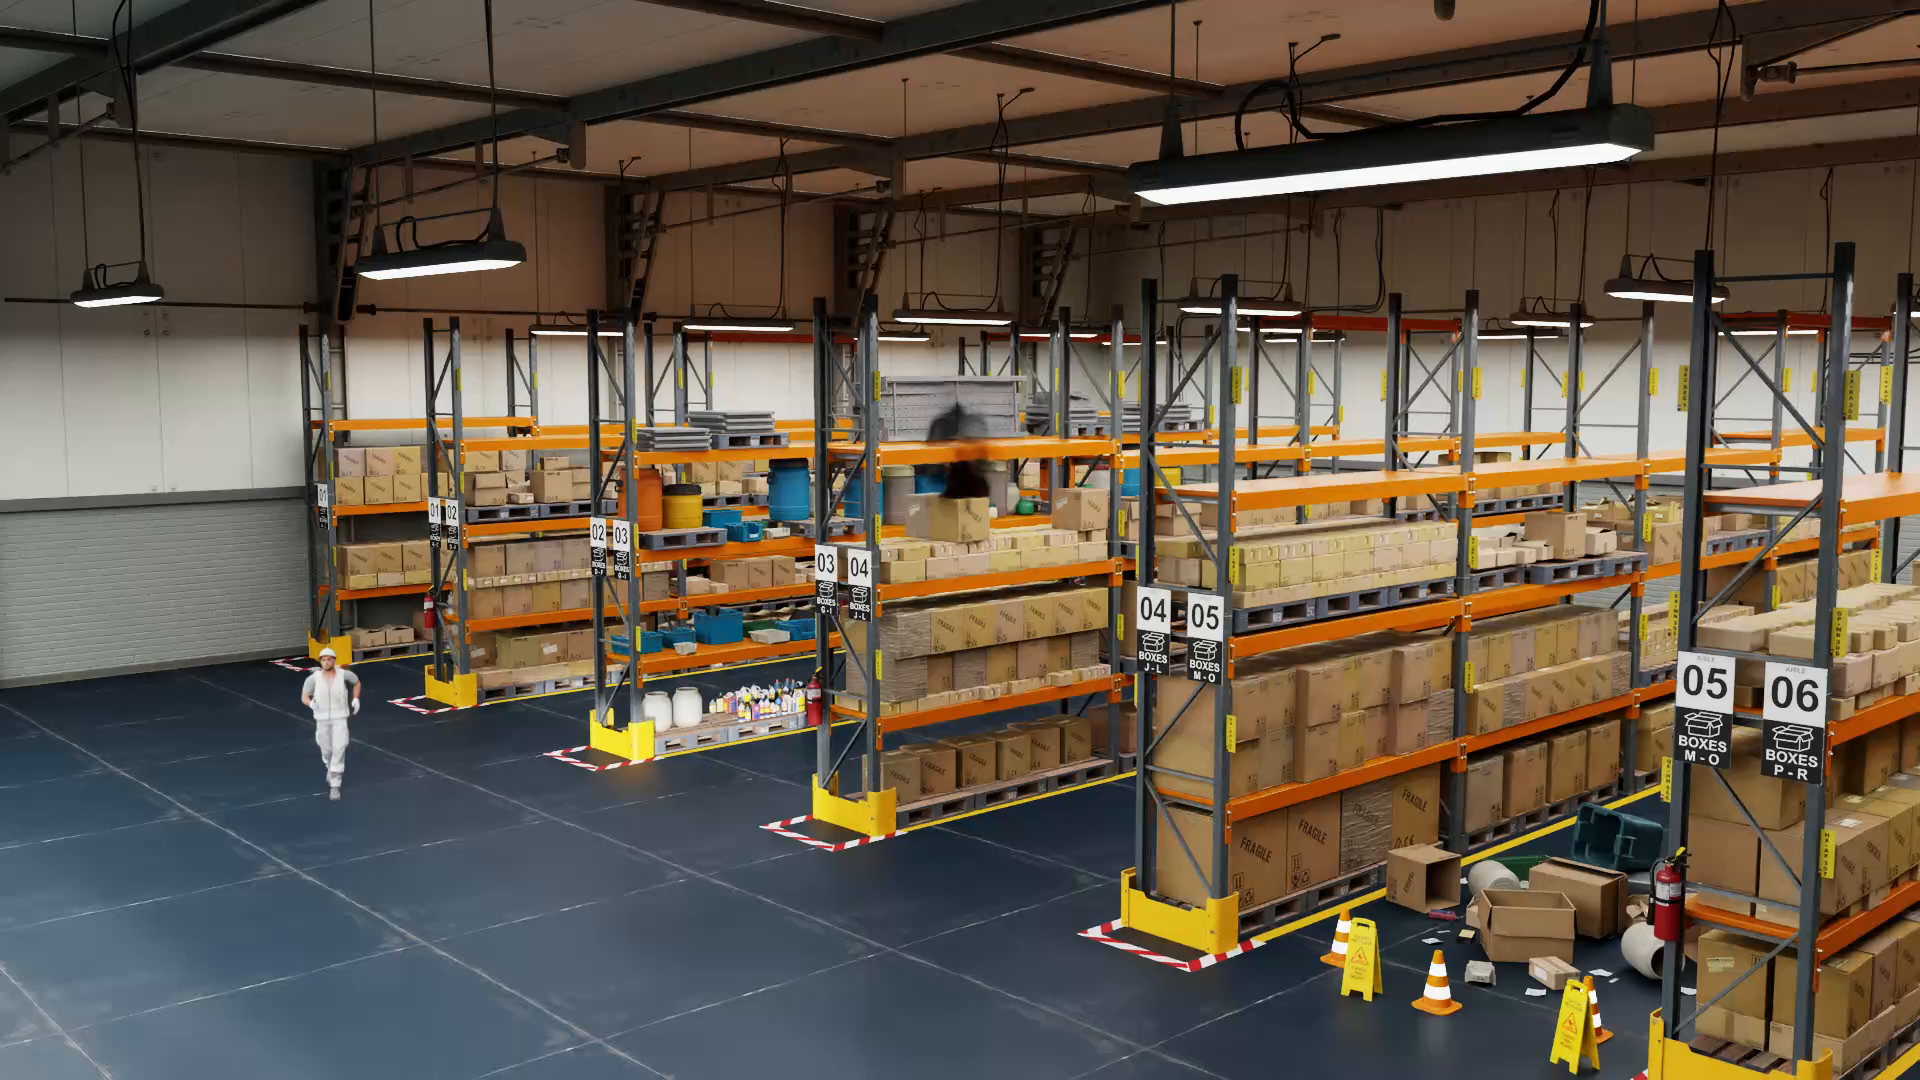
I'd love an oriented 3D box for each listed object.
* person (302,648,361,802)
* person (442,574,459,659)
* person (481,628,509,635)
[{"bbox_3d":[-7.703,2.212,20.378,0.667,1.796,0.991,-1,6,-14],"label":"person"},{"bbox_3d":[-8.359,1.498,27.864,0.675,1.868,0.778,5,8,42],"label":"person"},{"bbox_3d":[-7.954,1.434,28.596,0.631,1.798,0.768,4,7,34],"label":"person"}]
